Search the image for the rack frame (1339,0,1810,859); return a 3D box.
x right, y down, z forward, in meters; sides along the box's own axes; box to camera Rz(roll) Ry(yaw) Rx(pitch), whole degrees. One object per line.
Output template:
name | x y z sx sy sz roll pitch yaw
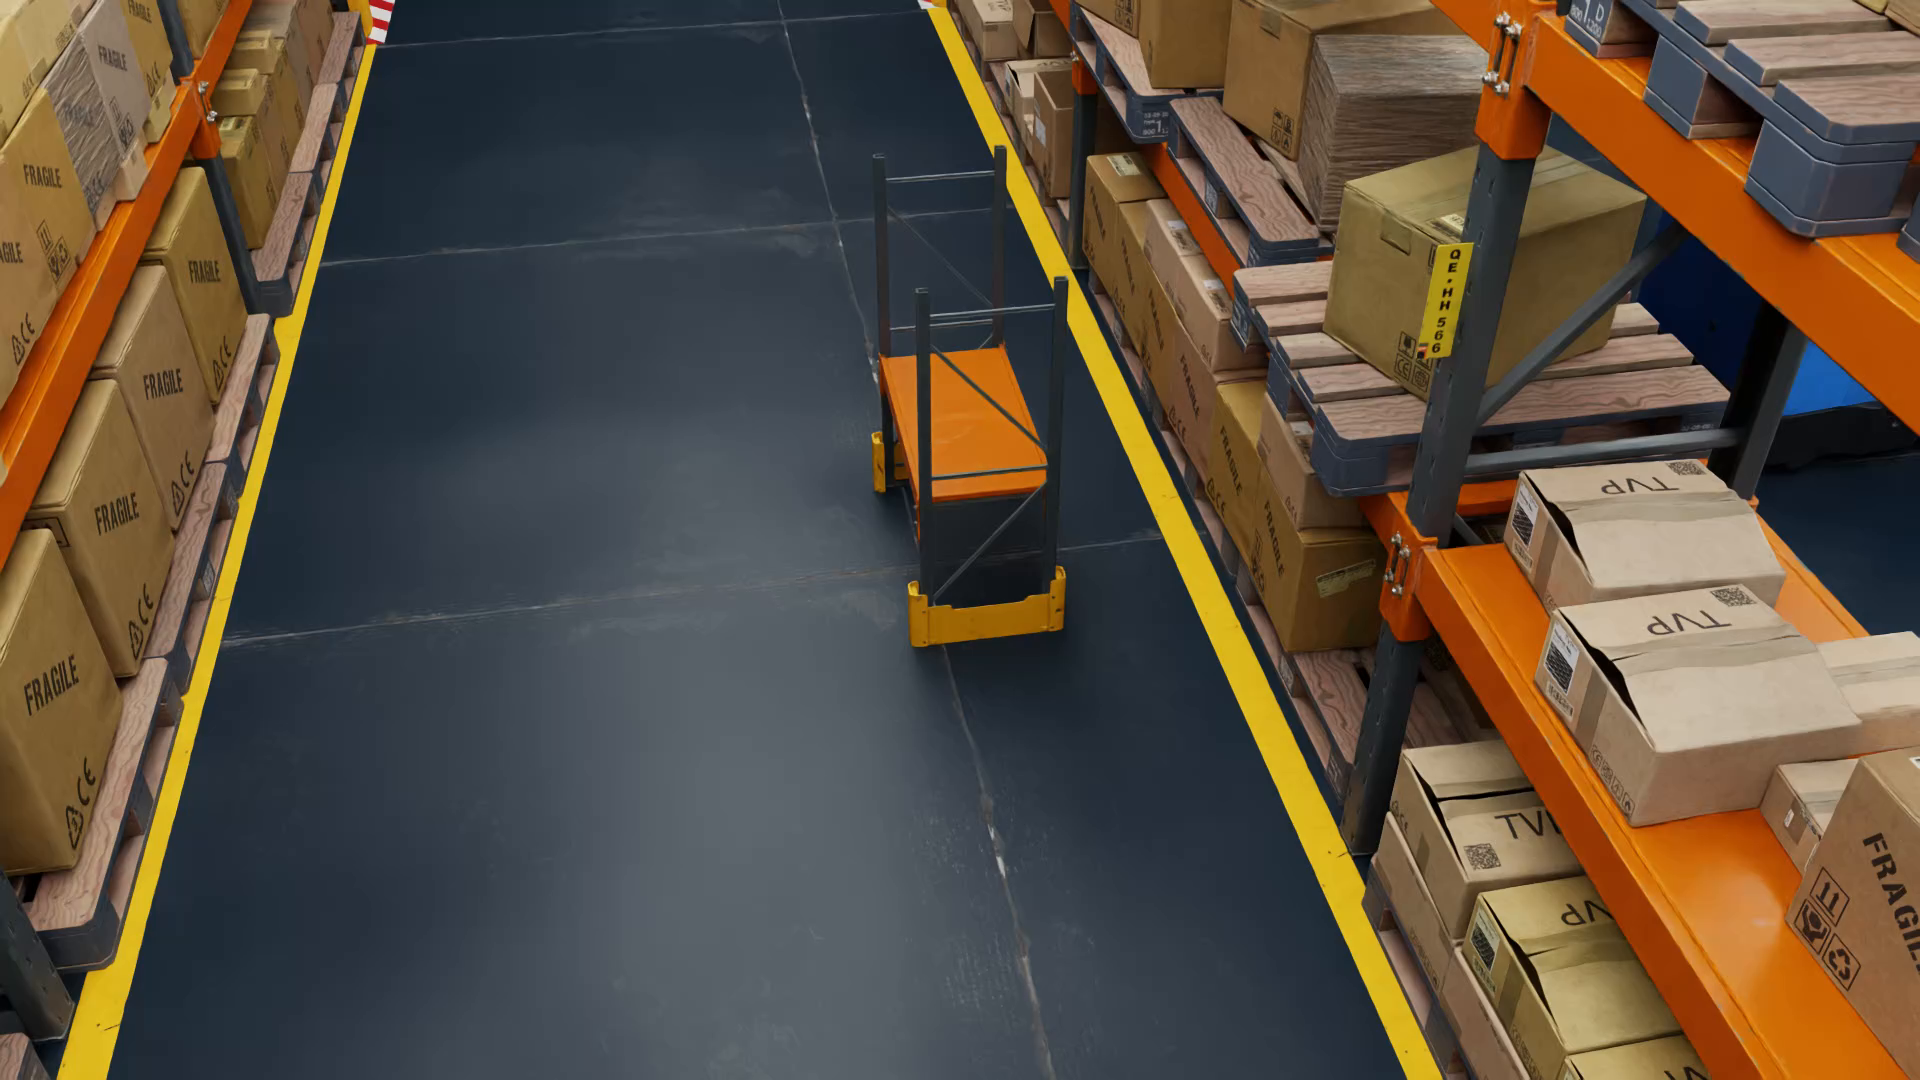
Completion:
rack frame | 1.758 -0.239 4.612 1.000 3.000 0.127 -6 38 -8

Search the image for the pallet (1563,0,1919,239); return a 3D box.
pallet | 1.965 -0.948 3.235 1.213 0.211 1.003 -5 38 -6

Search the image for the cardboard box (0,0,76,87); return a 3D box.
cardboard box | -3.316 -1.708 5.552 0.500 0.250 0.500 -6 38 -7

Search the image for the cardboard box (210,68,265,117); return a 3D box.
cardboard box | -3.730 -2.244 8.360 0.380 0.149 0.250 -5 38 -6

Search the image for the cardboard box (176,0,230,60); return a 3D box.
cardboard box | -3.898 -2.568 7.365 0.980 0.700 0.700 -6 38 -7

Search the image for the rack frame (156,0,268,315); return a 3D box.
rack frame | -3.819 -2.120 7.033 1.000 3.000 0.127 -6 38 -8

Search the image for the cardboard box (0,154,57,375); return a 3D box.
cardboard box | -3.120 -0.807 5.003 0.500 0.500 0.500 -6 38 -8

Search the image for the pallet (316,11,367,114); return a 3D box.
pallet | -4.303 -2.960 10.388 1.003 0.211 1.213 -6 38 -8

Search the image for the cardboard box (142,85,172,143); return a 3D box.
cardboard box | -3.414 -1.705 6.688 0.380 0.149 0.250 -6 38 -7

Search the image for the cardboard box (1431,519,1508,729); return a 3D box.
cardboard box | 1.960 0.269 5.638 0.500 0.500 0.500 -5 38 -6

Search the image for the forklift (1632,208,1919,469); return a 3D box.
forklift | 4.655 -1.962 6.887 3.031 2.935 1.130 -10 39 -12

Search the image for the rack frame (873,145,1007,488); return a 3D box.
rack frame | -0.074 -0.848 6.619 0.500 1.500 0.032 -6 38 -8

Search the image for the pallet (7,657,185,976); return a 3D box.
pallet | -3.182 0.913 5.403 1.003 0.211 1.213 -6 38 -8

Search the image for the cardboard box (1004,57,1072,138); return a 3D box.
cardboard box | 0.546 -2.533 9.399 0.500 0.311 0.500 -6 38 -8

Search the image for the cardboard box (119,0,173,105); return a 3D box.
cardboard box | -3.490 -2.033 6.581 0.500 0.500 0.500 -7 38 -9

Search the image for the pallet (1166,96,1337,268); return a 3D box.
pallet | 1.413 -1.337 6.183 1.003 0.211 1.213 -6 38 -8

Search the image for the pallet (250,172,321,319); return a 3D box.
pallet | -3.876 -1.486 8.491 1.003 0.211 1.213 -6 38 -8

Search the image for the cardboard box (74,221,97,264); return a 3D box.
cardboard box | -3.302 -1.083 5.887 0.380 0.149 0.250 -7 38 -9

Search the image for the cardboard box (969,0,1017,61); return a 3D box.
cardboard box | 0.347 -3.196 10.301 0.500 0.250 0.500 -6 38 -8

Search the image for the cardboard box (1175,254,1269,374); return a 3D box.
cardboard box | 1.166 -0.912 6.547 0.500 0.250 0.500 -7 38 -9

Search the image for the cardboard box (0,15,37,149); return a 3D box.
cardboard box | -3.226 -1.400 5.156 0.500 0.250 0.500 -7 38 -9

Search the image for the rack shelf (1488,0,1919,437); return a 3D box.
rack shelf | 2.109 0.069 2.358 1.077 0.370 4.000 -6 38 -8

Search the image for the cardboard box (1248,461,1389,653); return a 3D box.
cardboard box | 1.363 0.035 5.939 0.500 0.500 0.500 -5 38 -6

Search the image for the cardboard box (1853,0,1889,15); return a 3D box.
cardboard box | 1.893 -1.262 3.264 0.500 0.250 0.500 -9 39 -11

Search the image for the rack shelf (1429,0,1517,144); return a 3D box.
rack shelf | 1.408 -2.347 5.468 1.077 0.370 4.000 -6 38 -8

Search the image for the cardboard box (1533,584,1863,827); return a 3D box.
cardboard box | 1.724 0.357 3.918 0.500 0.311 0.500 -7 38 -8

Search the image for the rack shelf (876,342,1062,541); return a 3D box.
rack shelf | 0.015 -0.399 6.334 0.538 0.185 1.000 -6 38 -8

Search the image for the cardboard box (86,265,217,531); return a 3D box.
cardboard box | -3.419 -0.521 6.386 0.750 0.750 0.750 -5 38 -7

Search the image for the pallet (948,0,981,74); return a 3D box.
pallet | 0.510 -3.442 11.009 1.003 0.211 1.213 -6 38 -8

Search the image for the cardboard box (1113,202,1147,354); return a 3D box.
cardboard box | 1.006 -1.202 7.531 0.500 0.500 0.500 -6 38 -7

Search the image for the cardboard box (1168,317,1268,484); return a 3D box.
cardboard box | 1.175 -0.594 6.748 0.500 0.500 0.500 -8 38 -10

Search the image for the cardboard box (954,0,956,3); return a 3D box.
cardboard box | 0.135 -3.685 10.999 0.380 0.166 0.250 -6 38 -8

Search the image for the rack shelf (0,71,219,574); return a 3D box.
rack shelf | -3.469 -0.628 5.699 1.077 0.370 4.000 -6 38 -8

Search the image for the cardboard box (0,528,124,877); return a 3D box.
cardboard box | -3.118 0.521 5.044 0.750 0.750 0.750 -7 38 -9

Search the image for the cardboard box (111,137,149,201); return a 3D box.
cardboard box | -3.309 -1.390 6.283 0.380 0.149 0.250 -6 38 -8

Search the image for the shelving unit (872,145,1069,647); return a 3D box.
shelving unit | 0.013 -0.546 6.231 0.587 1.500 1.083 -6 38 -8

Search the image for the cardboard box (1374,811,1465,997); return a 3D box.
cardboard box | 1.561 1.029 4.879 0.500 0.250 0.500 -6 38 -8

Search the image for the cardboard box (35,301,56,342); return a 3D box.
cardboard box | -3.227 -0.761 5.474 0.380 0.149 0.250 -6 38 -8

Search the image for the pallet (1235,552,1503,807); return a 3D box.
pallet | 1.665 0.407 6.054 1.003 0.211 1.213 -6 38 -8

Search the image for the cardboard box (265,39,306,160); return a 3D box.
cardboard box | -4.022 -2.375 9.058 0.700 0.500 0.500 -5 38 -7

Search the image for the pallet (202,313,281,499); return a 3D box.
pallet | -3.610 -0.561 7.300 1.003 0.211 1.213 -6 38 -8

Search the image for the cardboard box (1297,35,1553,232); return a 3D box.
cardboard box | 1.565 -1.385 5.664 0.700 0.500 0.500 0 38 1

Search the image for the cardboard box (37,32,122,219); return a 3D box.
cardboard box | -3.311 -1.421 5.794 0.500 0.500 0.500 -6 38 -8

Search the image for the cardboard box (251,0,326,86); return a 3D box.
cardboard box | -4.212 -3.000 9.862 0.700 0.500 0.500 -6 38 -8

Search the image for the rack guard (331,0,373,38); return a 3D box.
rack guard | -4.525 -3.563 10.929 1.175 0.500 0.348 -6 38 -8

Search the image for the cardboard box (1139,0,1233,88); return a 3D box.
cardboard box | 1.103 -2.141 6.638 0.700 0.500 0.500 -1 38 -1

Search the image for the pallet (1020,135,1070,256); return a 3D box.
pallet | 0.938 -1.968 9.112 1.003 0.211 1.213 -6 38 -8

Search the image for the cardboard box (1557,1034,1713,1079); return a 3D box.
cardboard box | 1.749 1.432 3.903 0.500 0.311 0.500 -7 38 -9

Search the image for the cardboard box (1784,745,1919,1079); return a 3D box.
cardboard box | 2.068 0.733 3.279 0.500 0.500 0.500 -8 39 -10

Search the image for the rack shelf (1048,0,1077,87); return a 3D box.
rack shelf | 0.706 -3.579 9.498 1.077 0.370 4.000 -6 38 -8

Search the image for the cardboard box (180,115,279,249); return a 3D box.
cardboard box | -3.849 -1.761 8.267 0.700 0.500 0.500 -6 38 -7

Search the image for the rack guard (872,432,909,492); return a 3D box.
rack guard | -0.074 -0.353 7.001 0.587 0.250 0.087 -6 38 -8

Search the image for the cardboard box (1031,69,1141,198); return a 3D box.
cardboard box | 0.678 -2.155 8.758 0.500 0.500 0.500 -6 38 -8

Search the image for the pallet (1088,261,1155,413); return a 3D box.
pallet | 1.237 -1.066 7.951 1.003 0.211 1.213 -6 38 -8

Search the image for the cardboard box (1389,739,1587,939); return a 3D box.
cardboard box | 1.561 0.808 4.707 0.500 0.311 0.500 -5 38 -6
